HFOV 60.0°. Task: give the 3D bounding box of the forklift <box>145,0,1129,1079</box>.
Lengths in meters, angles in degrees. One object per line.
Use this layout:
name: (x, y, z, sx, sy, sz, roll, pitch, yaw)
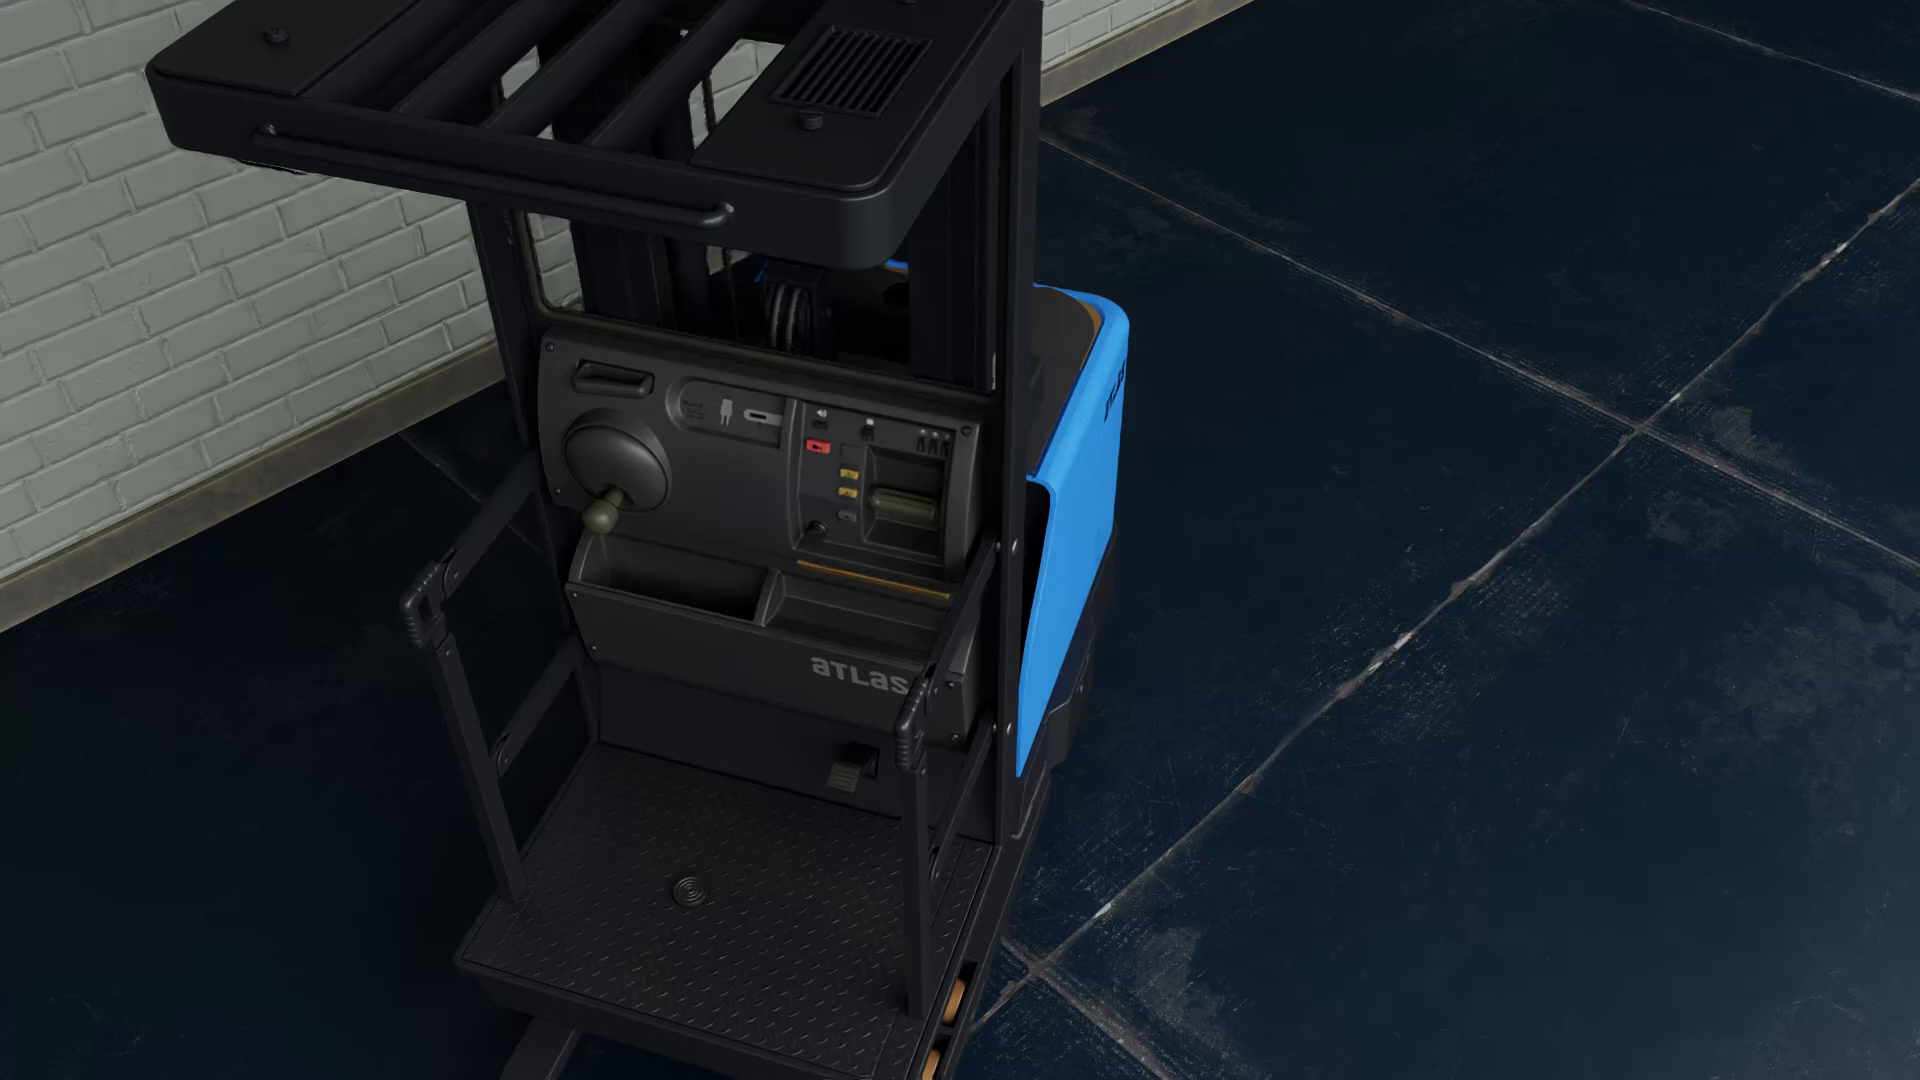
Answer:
forklift: (-0.477, -0.067, 3.163, 1.130, 2.935, 3.031, 12, 44, 13)
